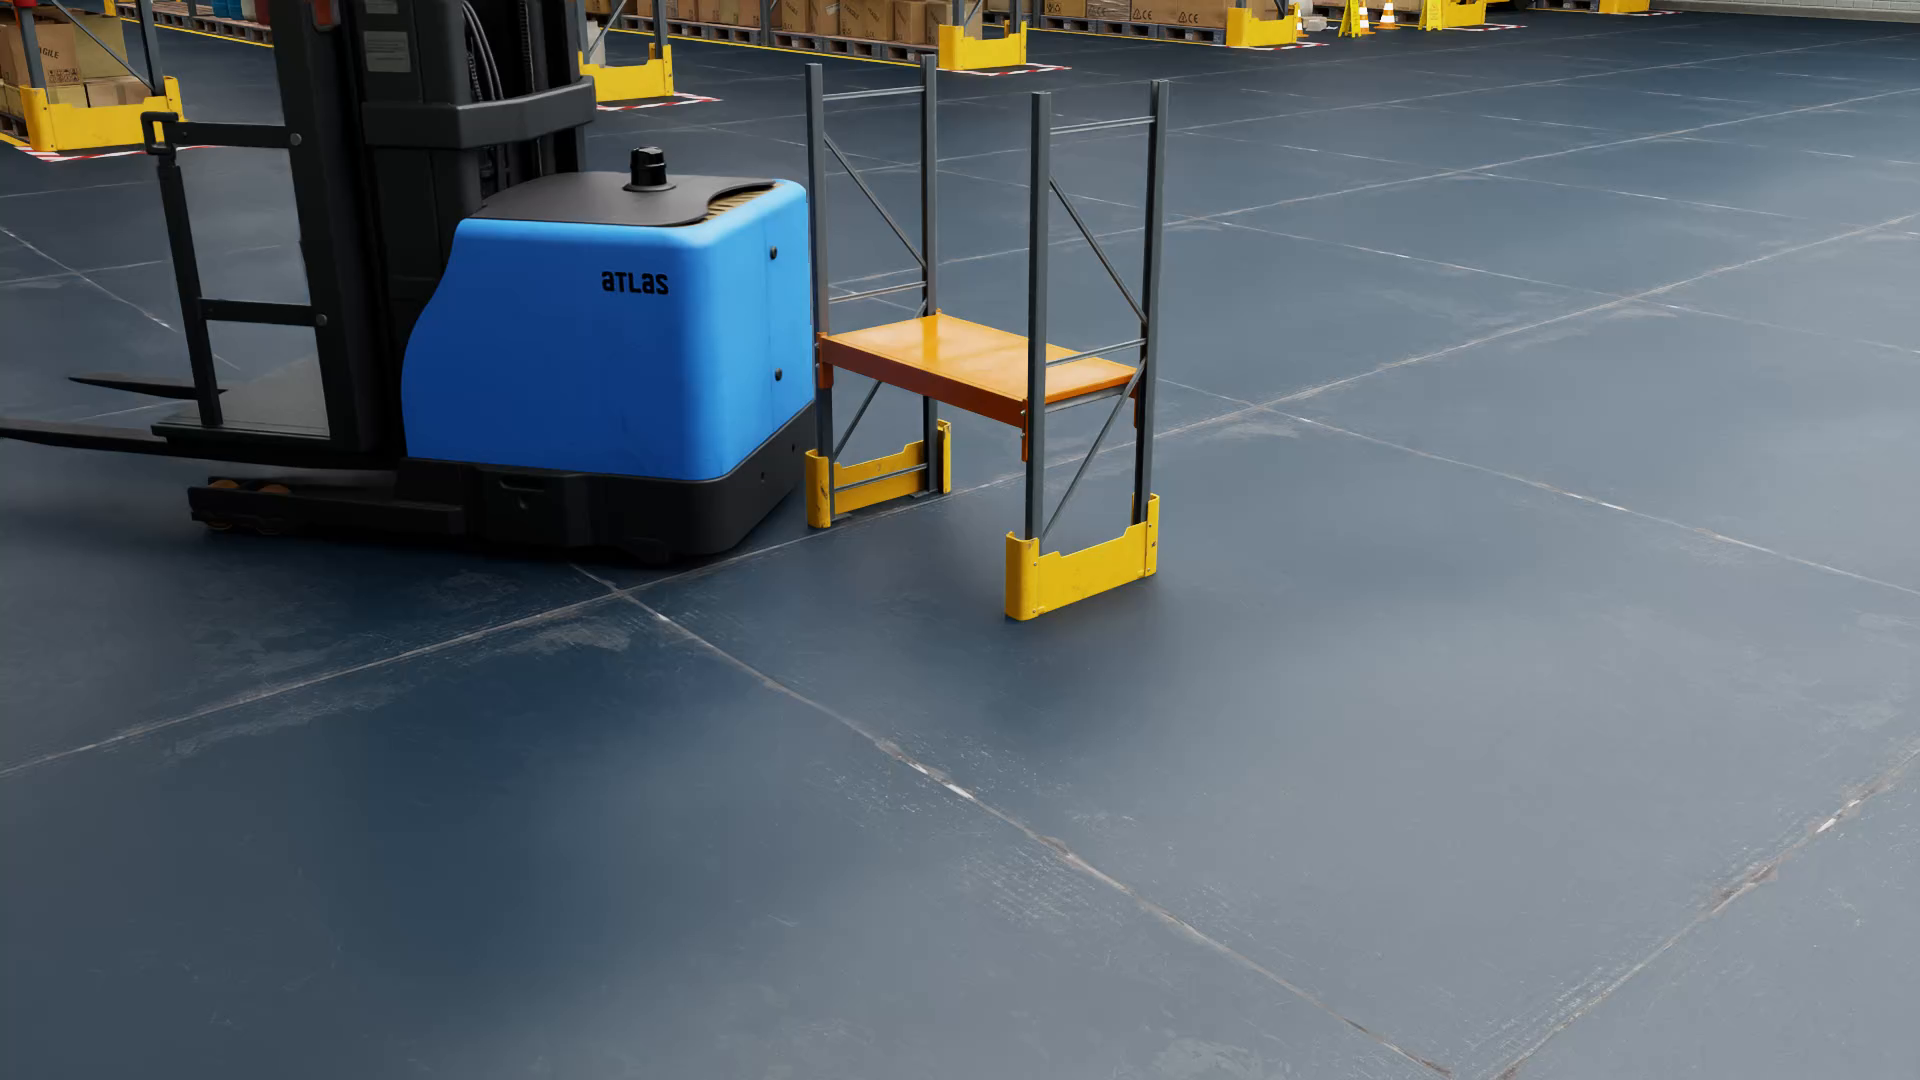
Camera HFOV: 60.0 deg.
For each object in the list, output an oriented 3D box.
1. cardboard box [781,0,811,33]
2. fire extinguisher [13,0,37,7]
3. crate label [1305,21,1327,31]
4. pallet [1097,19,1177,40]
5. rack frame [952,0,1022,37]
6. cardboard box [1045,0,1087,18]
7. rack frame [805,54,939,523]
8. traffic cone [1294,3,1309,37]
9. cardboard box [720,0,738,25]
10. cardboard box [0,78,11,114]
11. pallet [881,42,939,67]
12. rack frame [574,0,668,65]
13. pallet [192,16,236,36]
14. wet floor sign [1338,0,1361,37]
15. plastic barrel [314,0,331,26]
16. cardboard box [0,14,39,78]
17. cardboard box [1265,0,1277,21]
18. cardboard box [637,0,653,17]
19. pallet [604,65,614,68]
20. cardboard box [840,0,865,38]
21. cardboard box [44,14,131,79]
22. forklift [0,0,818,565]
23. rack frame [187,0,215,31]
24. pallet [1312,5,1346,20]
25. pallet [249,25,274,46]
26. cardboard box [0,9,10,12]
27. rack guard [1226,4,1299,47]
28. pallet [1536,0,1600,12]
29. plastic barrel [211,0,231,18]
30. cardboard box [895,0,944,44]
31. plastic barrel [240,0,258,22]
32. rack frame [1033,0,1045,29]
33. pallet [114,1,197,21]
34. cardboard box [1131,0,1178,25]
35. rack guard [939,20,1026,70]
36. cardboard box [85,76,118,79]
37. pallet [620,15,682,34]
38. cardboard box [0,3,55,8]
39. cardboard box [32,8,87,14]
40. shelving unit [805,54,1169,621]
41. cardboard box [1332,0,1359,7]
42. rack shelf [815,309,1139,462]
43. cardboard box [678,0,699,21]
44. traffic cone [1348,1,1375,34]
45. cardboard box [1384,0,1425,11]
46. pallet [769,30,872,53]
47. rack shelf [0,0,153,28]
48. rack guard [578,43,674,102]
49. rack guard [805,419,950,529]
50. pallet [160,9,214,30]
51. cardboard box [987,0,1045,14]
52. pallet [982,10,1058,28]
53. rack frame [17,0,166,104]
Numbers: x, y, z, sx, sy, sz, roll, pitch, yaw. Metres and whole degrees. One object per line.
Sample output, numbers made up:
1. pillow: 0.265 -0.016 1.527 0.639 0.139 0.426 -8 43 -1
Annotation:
1. cardboard box: -2.053 -7.123 22.410 0.500 0.500 0.500 -18 28 -39
2. fire extinguisher: -7.455 -4.570 13.146 0.296 0.674 0.183 -17 27 -37
3. crate label: 5.397 -7.789 25.183 0.298 0.136 0.250 7 23 18
4. pallet: 2.777 -7.500 24.344 1.003 0.211 1.213 -17 27 -37
5. rack frame: 0.327 -7.107 19.516 1.000 3.000 0.127 -17 27 -37
6. cardboard box: 1.897 -8.380 25.105 0.875 0.875 0.875 -17 27 -37
7. rack frame: -0.276 -0.815 5.509 0.500 1.500 0.032 -17 27 -37
8. traffic cone: 4.879 -7.563 24.159 0.336 0.463 0.334 -17 27 -37
9. cardboard box: -2.966 -7.564 23.507 0.700 0.500 0.500 -18 27 -38
10. cardboard box: -8.090 -3.878 14.466 0.500 0.250 0.500 -17 27 -37
11. pallet: -0.226 -6.062 20.672 1.003 0.211 1.213 -17 27 -37
12. rack frame: -3.425 -5.928 16.505 1.000 3.000 0.127 -17 27 -37
13. pallet: -10.786 -7.722 24.909 1.003 0.211 1.213 -17 27 -37
14. wet floor sign: 5.669 -7.627 24.071 0.232 0.644 0.267 17 27 36
15. plastic barrel: -8.980 -7.454 22.802 0.600 0.830 0.708 -17 27 -37
16. cardboard box: -8.420 -4.364 14.679 0.500 0.500 0.500 -17 27 -37
17. cardboard box: 4.770 -8.186 25.694 0.637 0.503 0.797 3 22 9
18. cardboard box: -4.443 -8.178 25.074 0.700 0.500 0.500 -19 28 -40
19. pallet: -4.037 -4.865 17.615 1.003 0.211 1.213 -17 27 -37
20. cardboard box: -1.209 -6.814 21.620 0.500 0.500 0.500 19 29 40
21. cardboard box: -7.690 -4.353 14.650 0.500 0.500 0.500 -17 27 -37
22. forklift: -2.079 -1.560 5.448 3.031 2.935 1.130 5 22 13
23. rack frame: -11.258 -9.243 24.970 1.000 3.000 0.127 -17 27 -37
24. pallet: 6.489 -8.758 27.556 1.003 0.211 1.213 -17 27 -37
25. pallet: -9.194 -7.047 23.188 1.003 0.211 1.213 -17 27 -37
26. cardboard box: -9.073 -4.640 15.384 0.500 0.500 0.500 -17 27 -37
27. rack guard: 4.166 -7.089 22.898 1.175 0.500 0.348 -17 27 -37
28. pallet: 11.061 -9.551 29.581 1.003 0.211 1.213 -17 27 -37
29. plastic barrel: -10.916 -8.307 24.882 0.600 0.901 0.708 -17 27 -37
30. cardboard box: -0.484 -6.472 20.746 0.500 0.500 0.500 -10 23 -24
31. plastic barrel: -10.153 -7.753 24.001 0.421 0.512 0.421 0 21 0
32. rack frame: 1.539 -9.365 25.281 1.000 3.000 0.127 -17 27 -37
33. pallet: -13.361 -8.813 27.695 1.003 0.211 1.213 -17 27 -37
34. cardboard box: 3.082 -7.880 23.827 0.875 0.875 0.875 -18 28 -38
35. rack guard: 0.277 -5.964 20.025 1.175 0.500 0.348 -17 27 -37
36. cardboard box: -7.691 -4.003 14.786 0.500 0.250 0.500 -17 27 -37
37. pallet: -4.386 -7.802 25.115 1.003 0.211 1.213 -17 27 -37
38. cardboard box: -9.006 -4.902 16.053 0.500 0.500 0.500 -17 27 -37
39. cardboard box: -8.339 -4.630 15.359 0.500 0.500 0.500 -17 27 -37
40. shelving unit: 0.050 -0.677 5.157 0.587 1.500 1.083 -17 27 -37
41. cardboard box: 6.425 -8.829 27.106 0.500 0.250 0.500 -19 28 -39
42. rack shelf: 0.056 -0.507 5.216 0.538 0.185 1.000 -17 27 -37
43. cardboard box: -3.696 -7.872 24.295 0.700 0.500 0.500 -15 26 -33
44. traffic cone: 5.957 -7.738 24.606 0.336 0.463 0.334 -17 27 -37
45. cardboard box: 7.087 -8.547 26.387 0.500 0.250 0.500 -18 27 -38
46. pallet: -1.819 -6.736 22.393 1.003 0.211 1.213 -17 27 -37
47. rack shelf: -8.486 -4.967 15.039 1.077 0.370 4.000 -17 27 -37
48. rack guard: -3.511 -4.774 16.986 1.175 0.500 0.348 -17 27 -37
49. rack guard: -0.275 -0.233 5.736 0.587 0.250 0.087 -17 27 -37
50. pallet: -11.768 -8.139 25.974 1.003 0.211 1.213 -17 27 -37
51. cardboard box: 1.066 -8.663 25.997 1.050 0.750 0.750 -18 27 -38
52. pallet: 0.979 -8.262 26.288 1.003 0.211 1.213 -17 27 -37
53. rack frame: -7.180 -4.750 13.497 1.000 3.000 0.127 -17 27 -37
